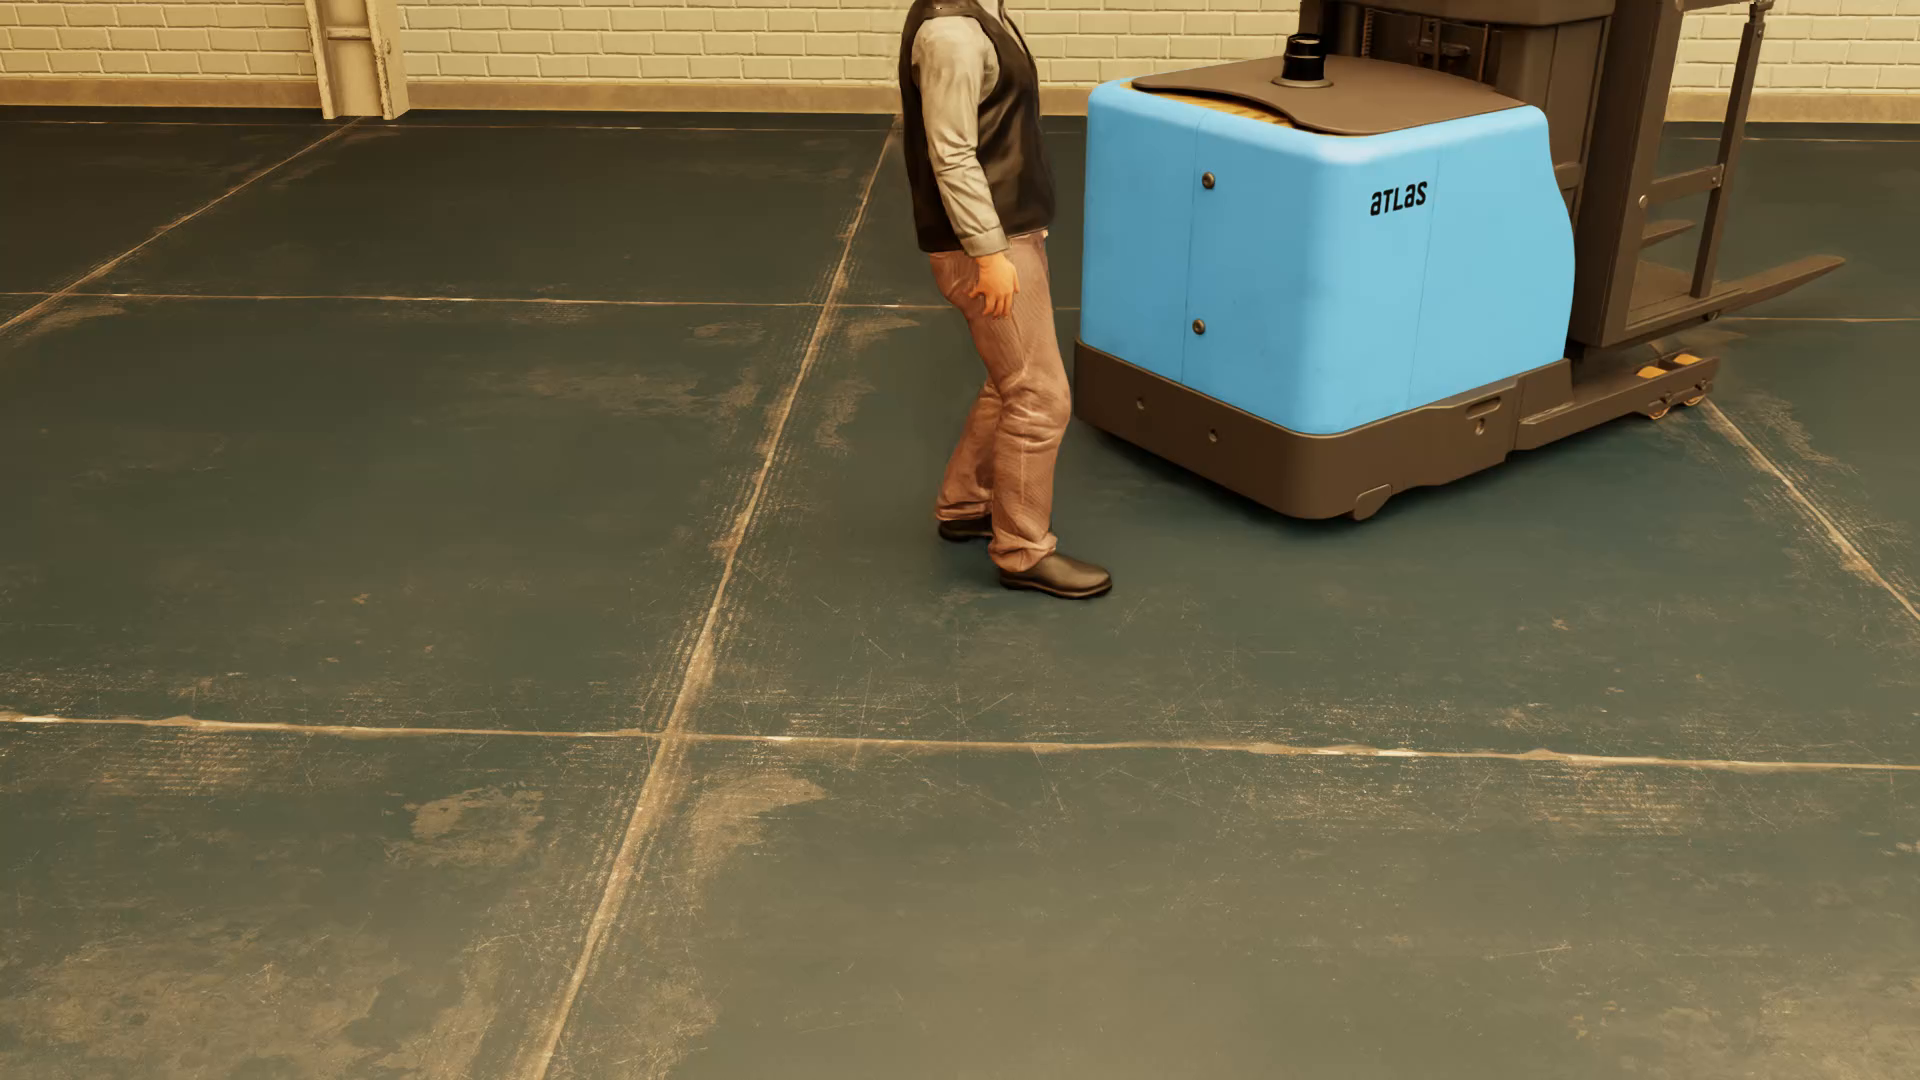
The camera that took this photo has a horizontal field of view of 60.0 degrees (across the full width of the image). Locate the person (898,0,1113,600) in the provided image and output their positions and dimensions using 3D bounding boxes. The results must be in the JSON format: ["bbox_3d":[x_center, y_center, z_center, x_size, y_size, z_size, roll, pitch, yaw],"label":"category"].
[{"bbox_3d":[0.139,-0.743,4.128,0.561,1.709,0.662,3,26,6],"label":"person"}]

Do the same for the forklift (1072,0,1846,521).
[{"bbox_3d":[1.838,-1.869,4.998,3.031,2.935,1.130,-18,31,-32],"label":"forklift"}]
